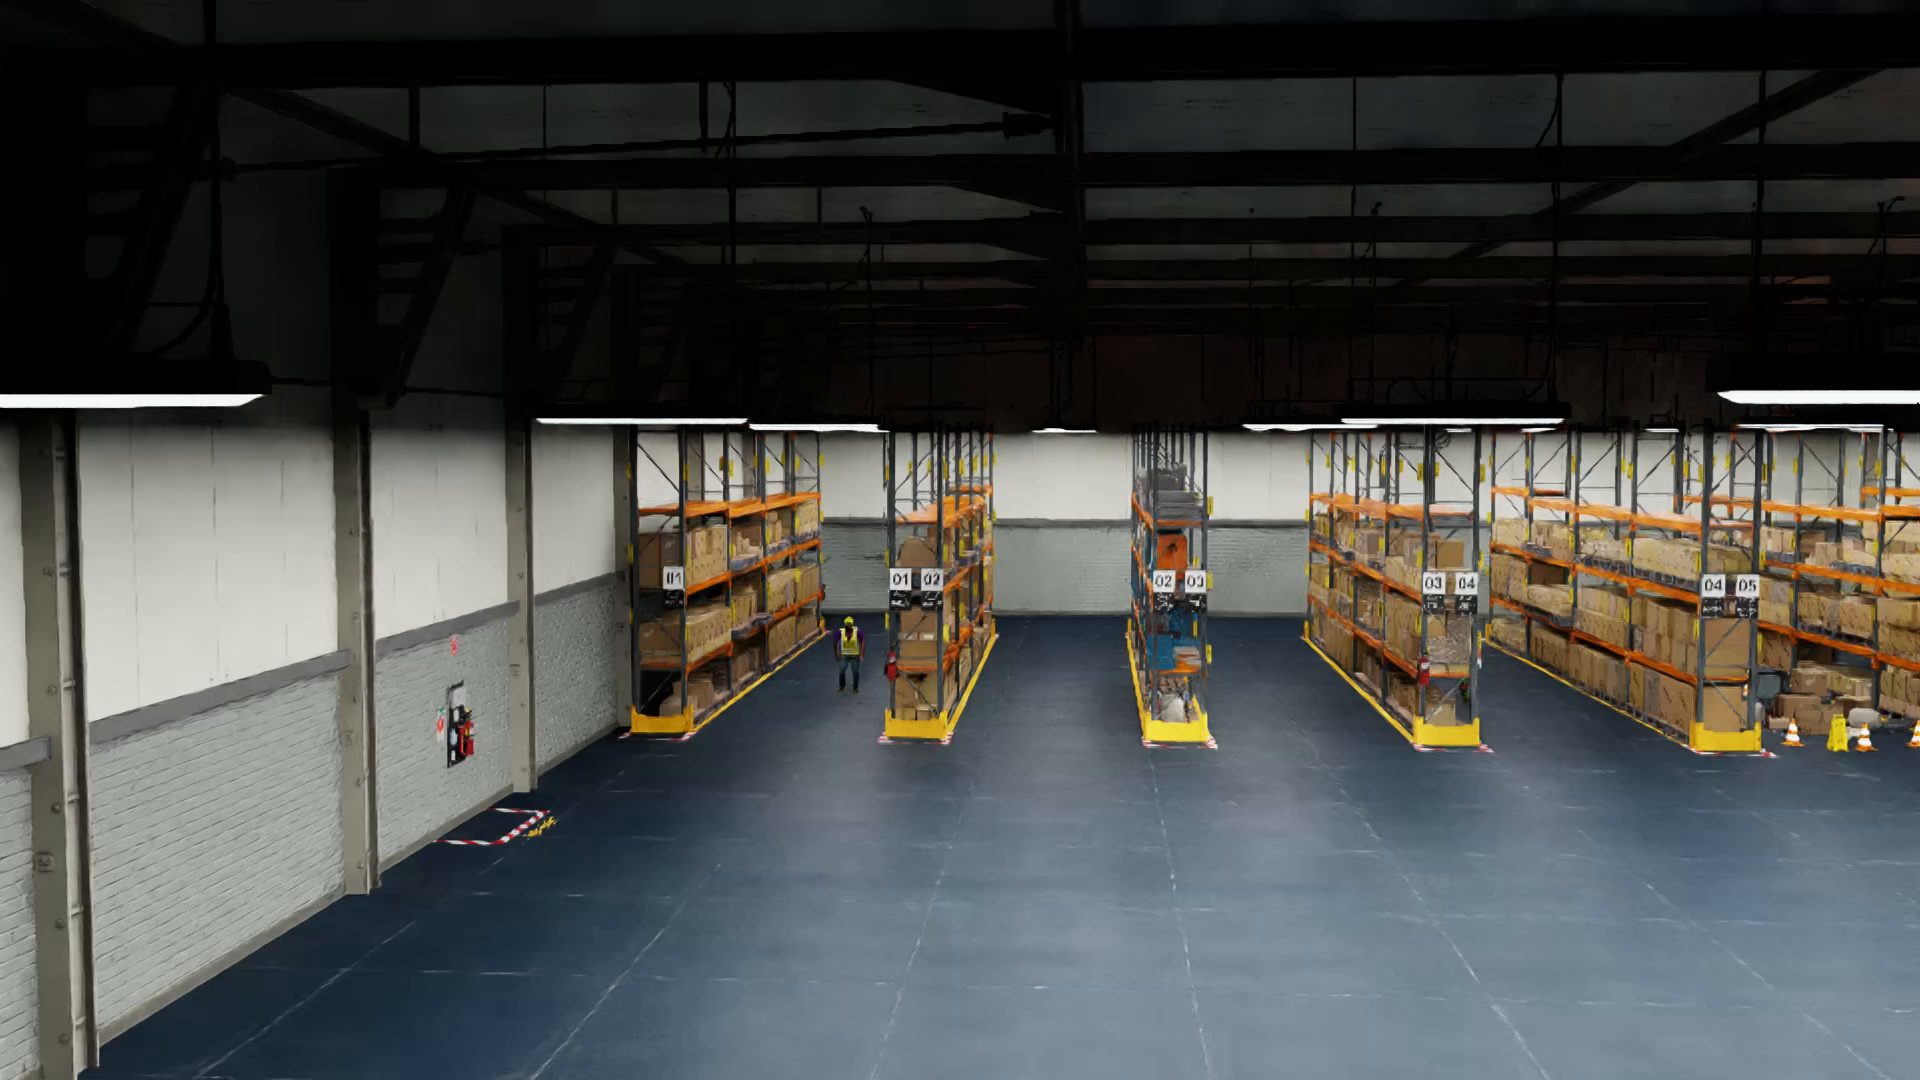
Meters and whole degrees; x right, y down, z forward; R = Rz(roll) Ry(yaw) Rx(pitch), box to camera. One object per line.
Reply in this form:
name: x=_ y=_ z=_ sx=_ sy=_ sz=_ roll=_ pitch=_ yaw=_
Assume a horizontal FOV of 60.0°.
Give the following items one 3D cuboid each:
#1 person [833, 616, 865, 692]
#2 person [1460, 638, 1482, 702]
person: x=-2.458 y=2.539 z=36.910 sx=0.719 sy=1.714 sz=0.578 roll=0 pitch=4 yaw=2
person: x=10.915 y=2.589 z=35.805 sx=0.567 sy=1.736 sz=1.044 roll=0 pitch=4 yaw=4
